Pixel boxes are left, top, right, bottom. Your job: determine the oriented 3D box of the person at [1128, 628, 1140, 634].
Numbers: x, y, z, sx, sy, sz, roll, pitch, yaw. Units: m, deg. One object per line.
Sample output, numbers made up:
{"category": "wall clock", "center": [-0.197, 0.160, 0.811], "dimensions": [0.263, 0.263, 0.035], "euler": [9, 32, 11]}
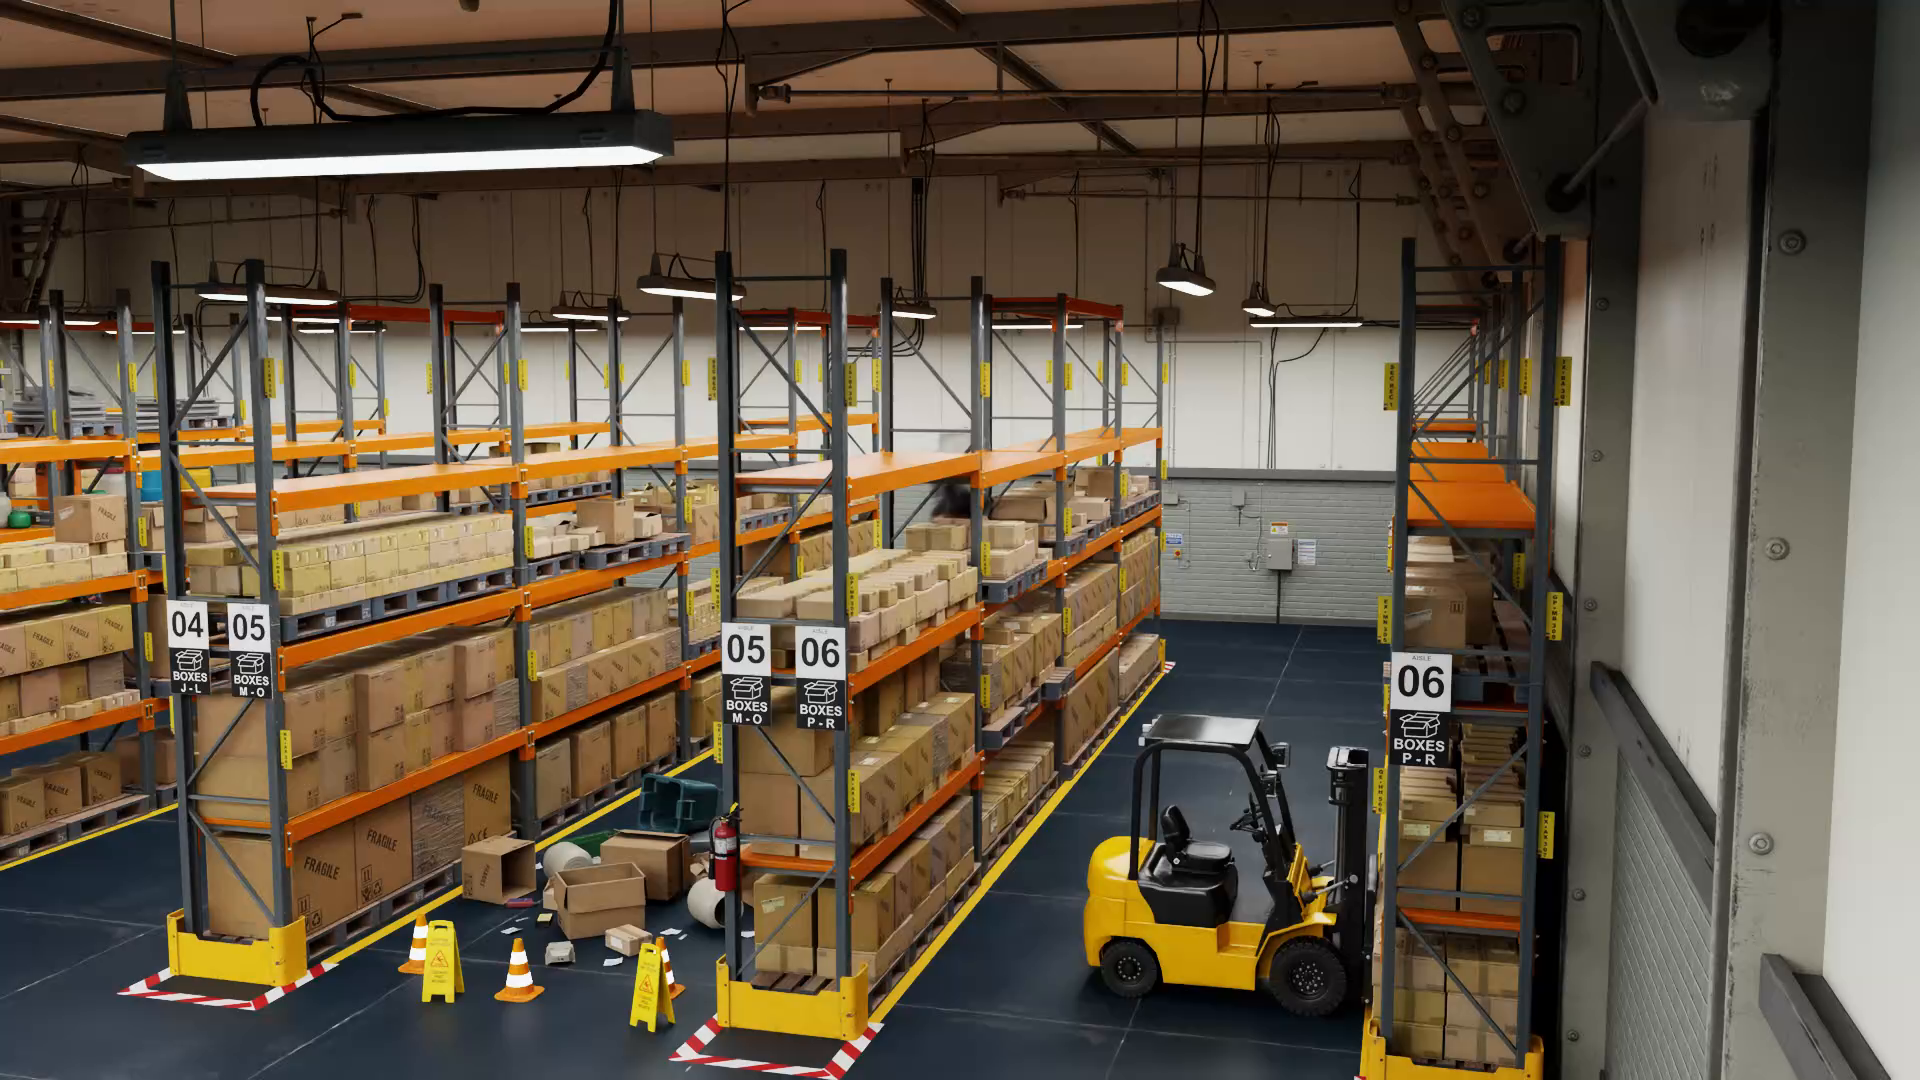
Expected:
{"category": "person", "center": [2.786, 1.170, 29.586], "dimensions": [0.935, 1.725, 0.765], "euler": [3, 7, 23]}
